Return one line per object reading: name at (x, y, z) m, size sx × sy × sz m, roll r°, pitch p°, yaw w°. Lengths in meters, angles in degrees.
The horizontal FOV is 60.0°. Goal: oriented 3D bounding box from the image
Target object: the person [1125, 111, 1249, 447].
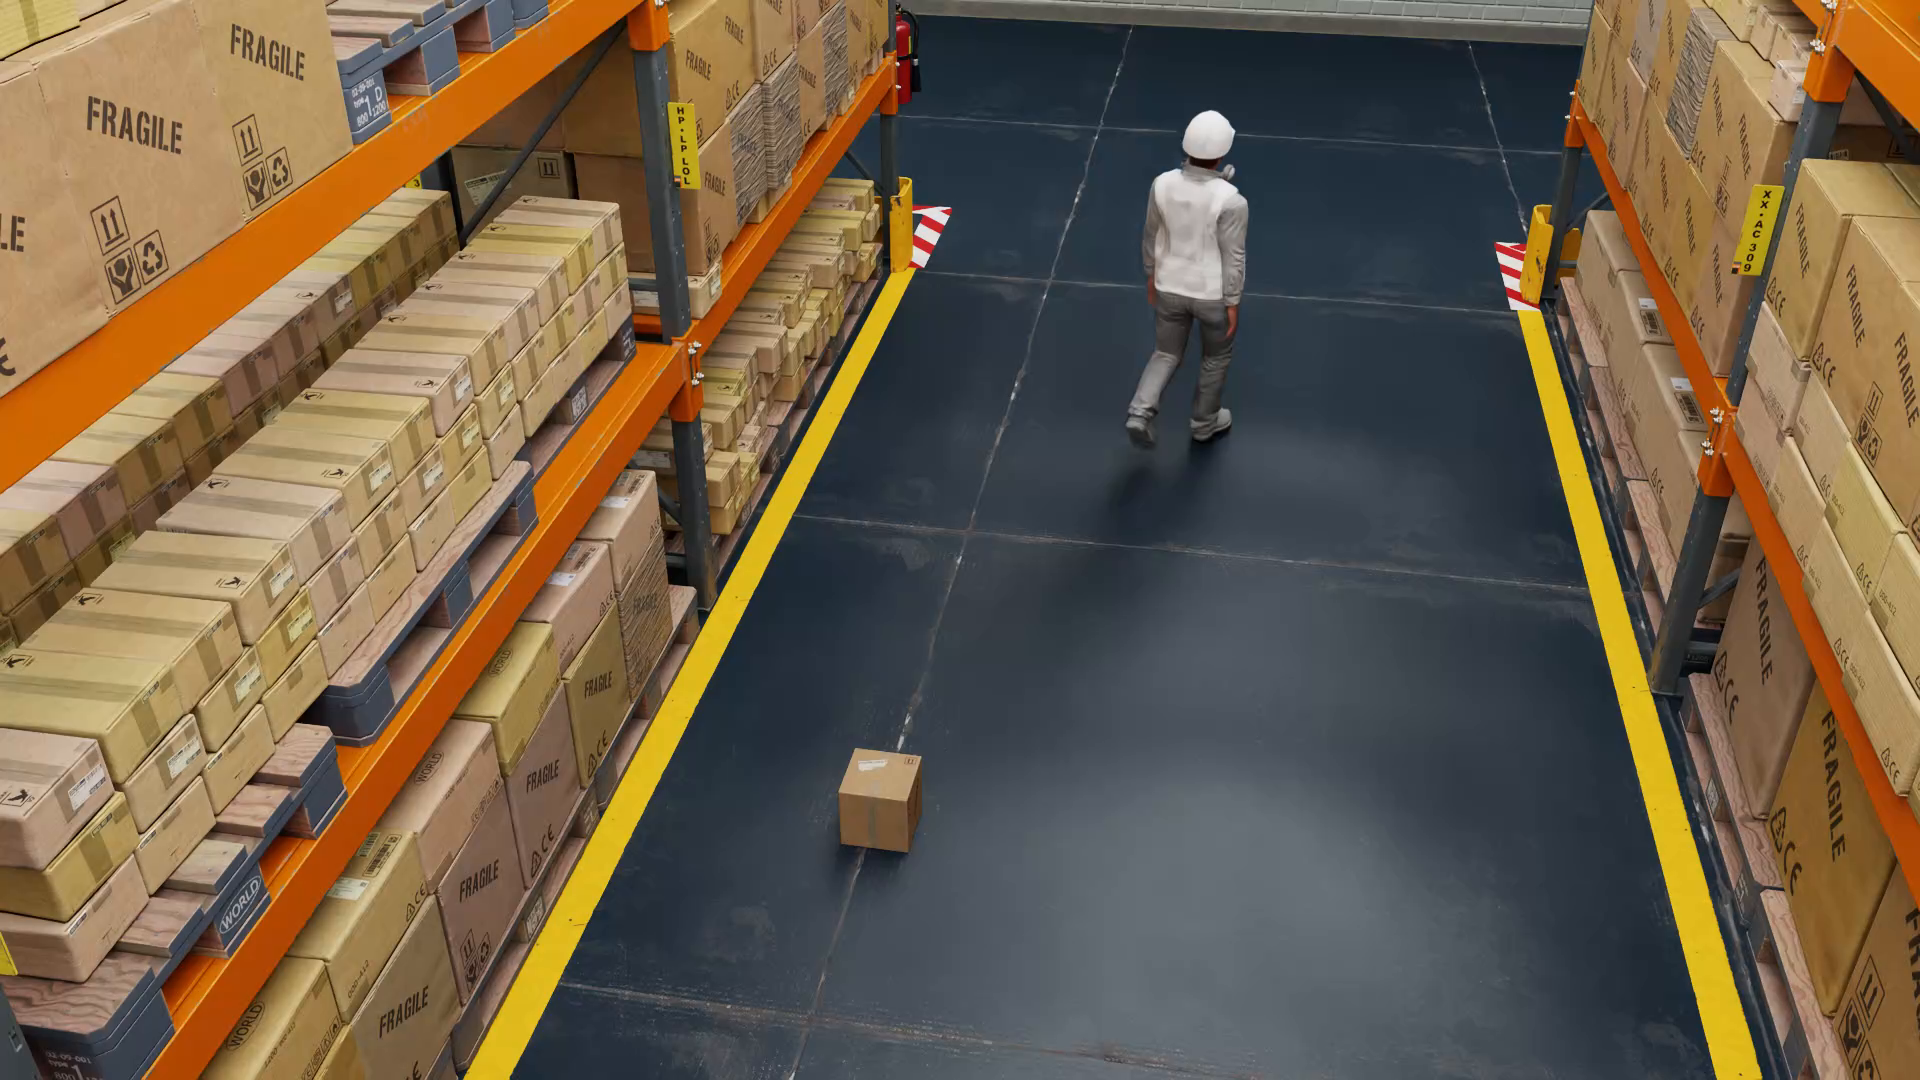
person at (1.117, -1.220, 8.035) m, size 0.544 × 1.749 × 0.794 m, roll 19°, pitch 37°, yaw 27°
